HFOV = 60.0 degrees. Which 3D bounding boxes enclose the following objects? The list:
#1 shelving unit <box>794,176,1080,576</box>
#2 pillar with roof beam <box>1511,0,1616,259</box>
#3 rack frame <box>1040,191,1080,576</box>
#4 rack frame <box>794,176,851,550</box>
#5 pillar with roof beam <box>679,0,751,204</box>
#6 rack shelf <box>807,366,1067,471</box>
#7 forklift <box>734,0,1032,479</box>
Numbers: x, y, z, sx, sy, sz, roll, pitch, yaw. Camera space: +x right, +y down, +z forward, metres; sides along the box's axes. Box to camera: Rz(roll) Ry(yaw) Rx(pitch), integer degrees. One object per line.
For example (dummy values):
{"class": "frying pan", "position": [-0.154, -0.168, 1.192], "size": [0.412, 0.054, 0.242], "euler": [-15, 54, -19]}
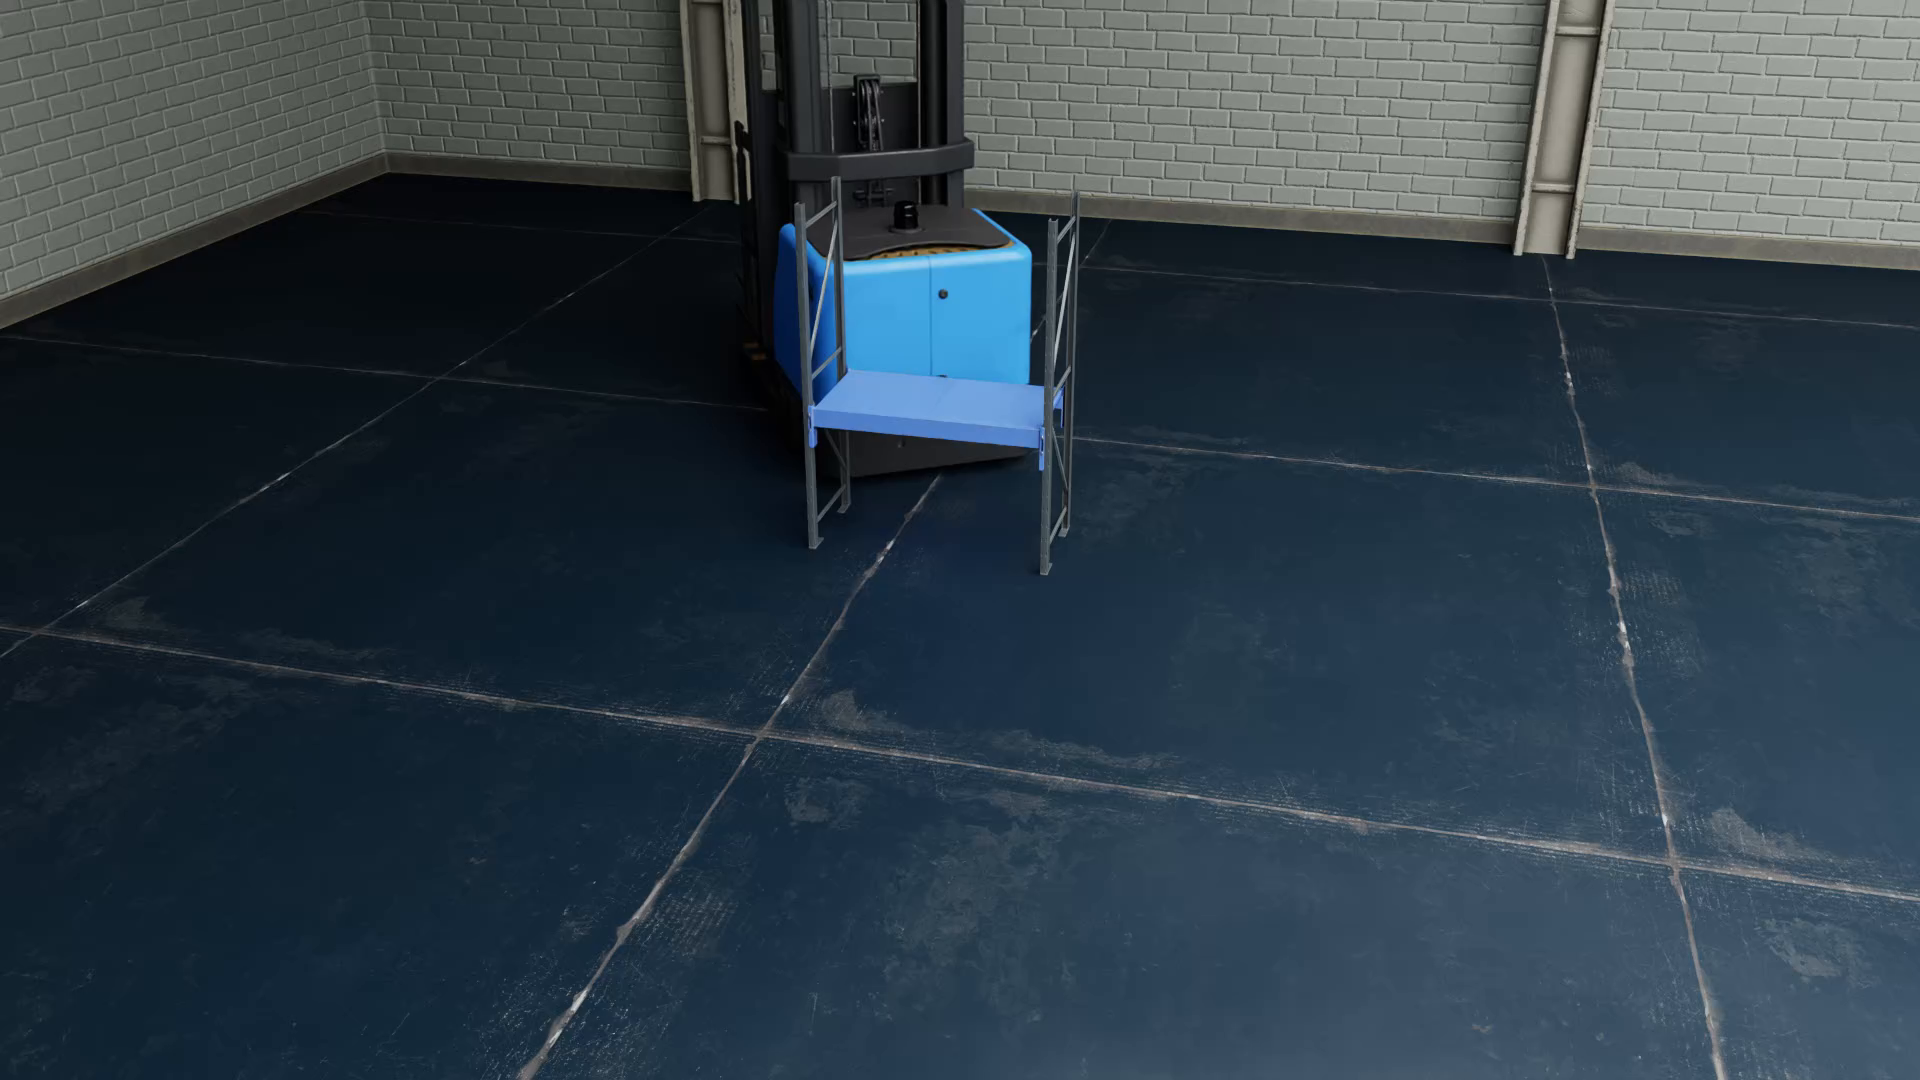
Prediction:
{"class": "shelving unit", "position": [-0.083, -0.686, 6.947], "size": [1.048, 1.500, 0.538], "euler": [6, 26, 13]}
{"class": "pillar with roof beam", "position": [2.927, -4.257, 5.723], "size": [0.400, 9.000, 9.100], "euler": [6, 26, 13]}
{"class": "rack frame", "position": [0.410, -0.632, 6.832], "size": [0.032, 1.500, 0.500], "euler": [6, 26, 13]}
{"class": "rack frame", "position": [-0.575, -0.741, 7.061], "size": [0.032, 1.500, 0.500], "euler": [6, 26, 13]}
{"class": "pillar with roof beam", "position": [-2.884, -4.899, 7.072], "size": [0.400, 9.000, 9.100], "euler": [6, 26, 13]}
{"class": "rack shelf", "position": [-0.083, -0.524, 7.024], "size": [1.000, 0.185, 0.538], "euler": [6, 26, 13]}
{"class": "forklift", "position": [-0.594, -2.218, 8.499], "size": [1.130, 2.935, 3.031], "euler": [-8, 27, -16]}
